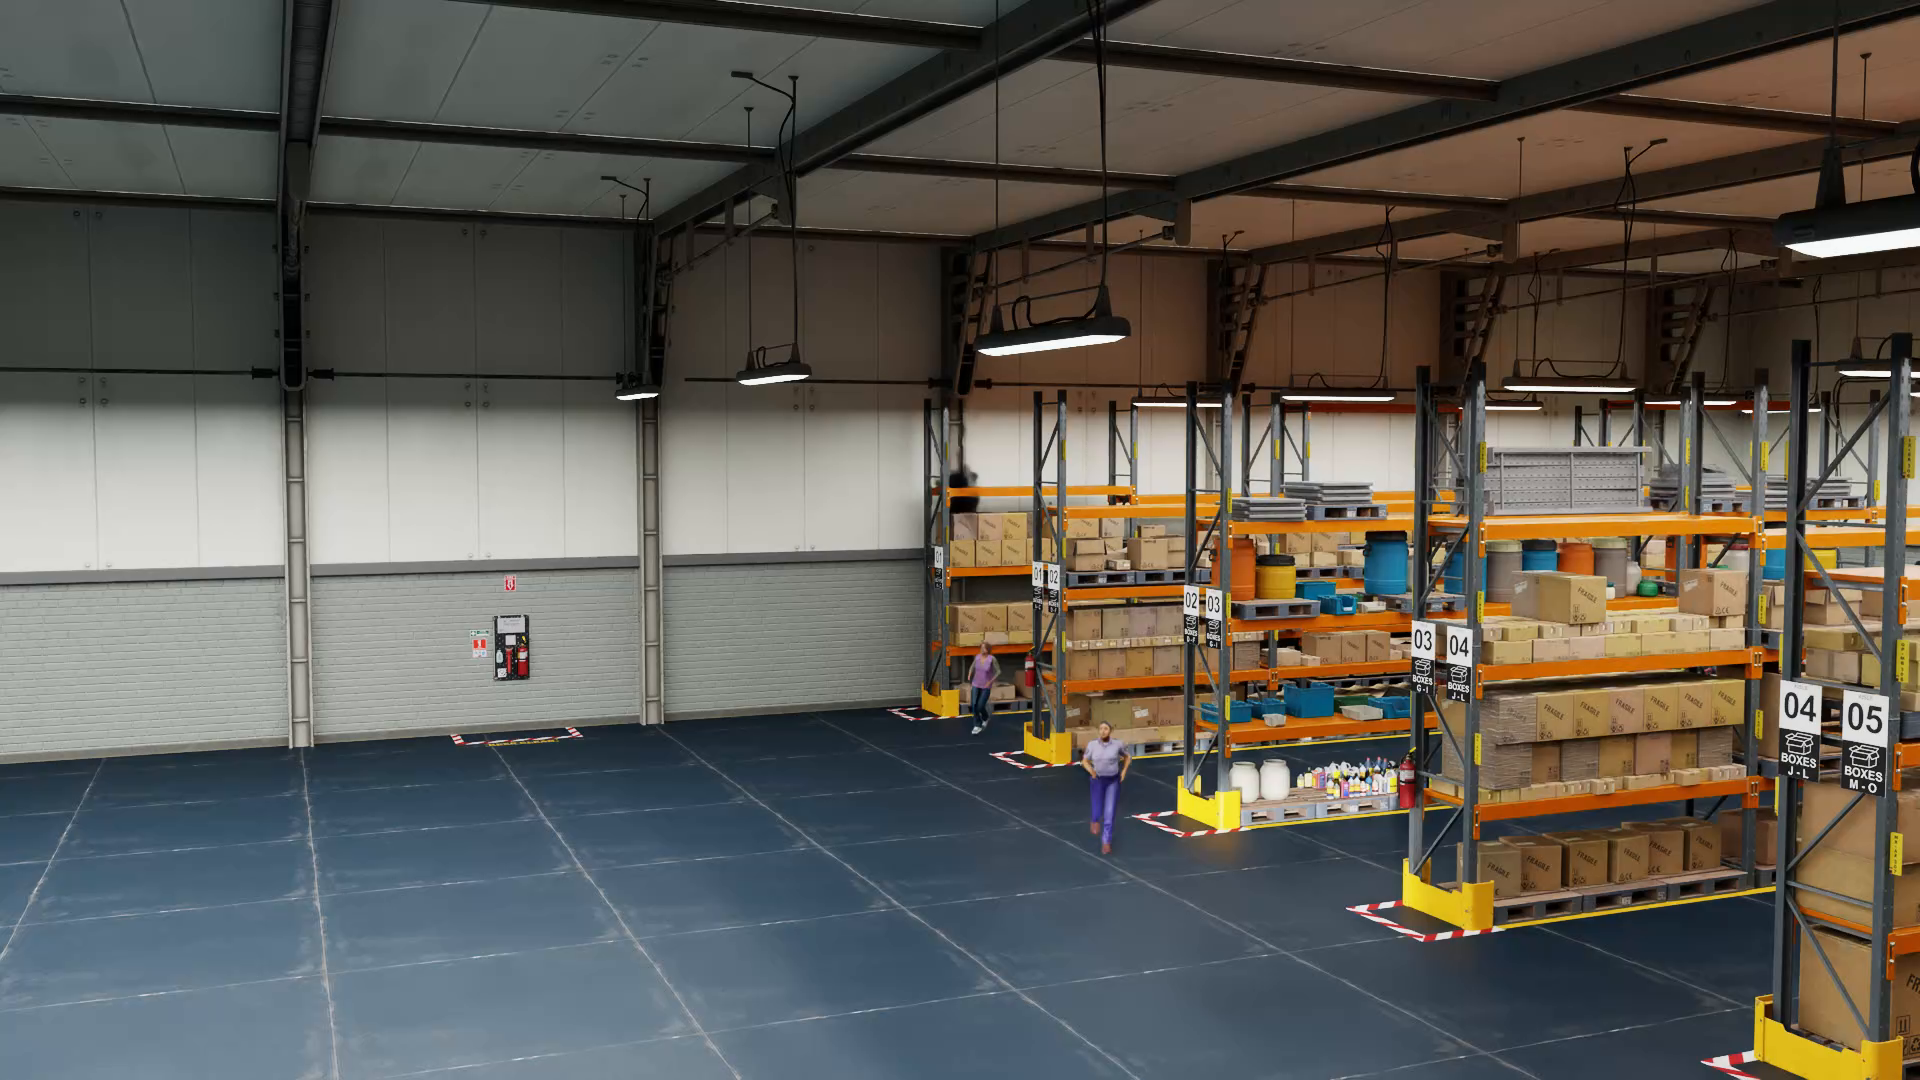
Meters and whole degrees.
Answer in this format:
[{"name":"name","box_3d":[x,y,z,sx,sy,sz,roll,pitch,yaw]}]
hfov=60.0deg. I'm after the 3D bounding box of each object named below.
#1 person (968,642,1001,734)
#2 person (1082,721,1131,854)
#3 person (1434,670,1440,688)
[{"name":"person","box_3d":[0.384,2.471,27.819,0.562,1.554,0.542,2,4,28]},{"name":"person","box_3d":[1.872,3.116,21.235,0.615,1.647,0.828,0,3,8]},{"name":"person","box_3d":[9.594,2.336,33.310,0.526,1.721,0.770,-2,4,-33]}]
